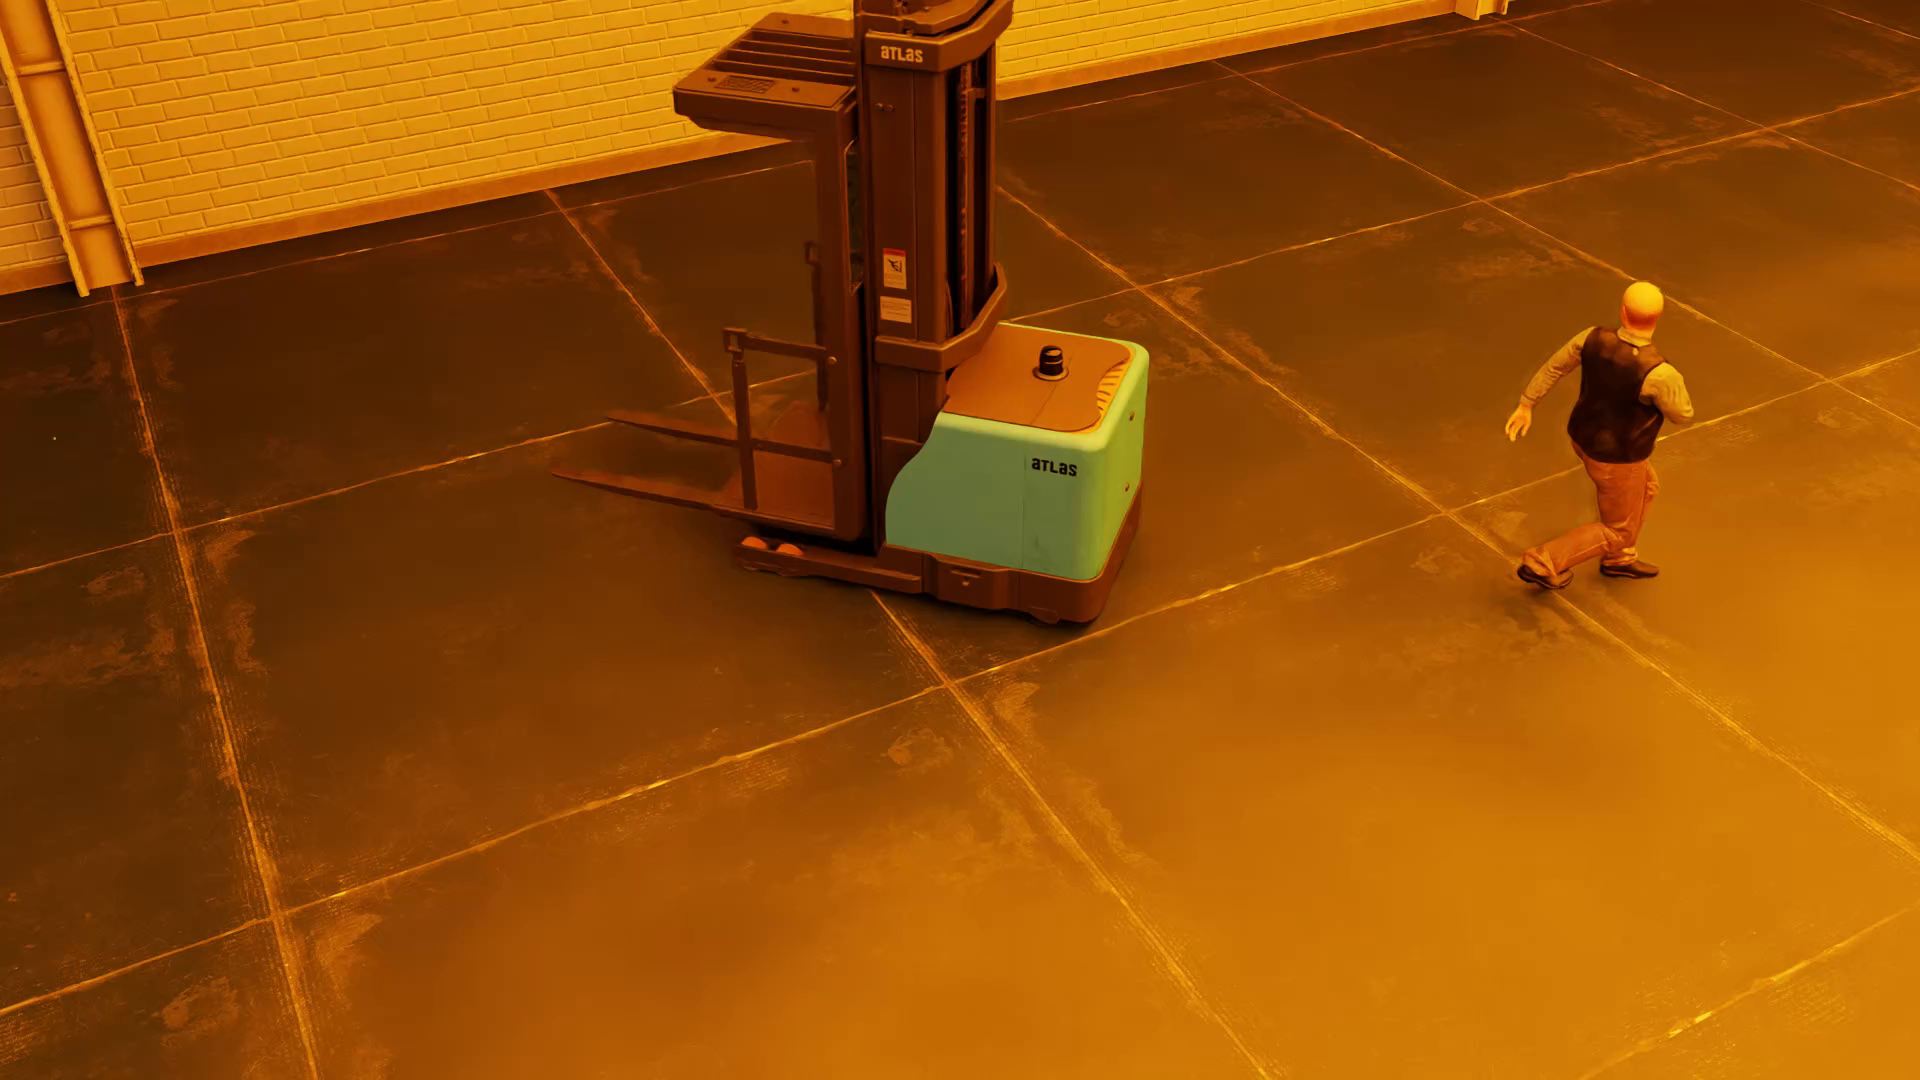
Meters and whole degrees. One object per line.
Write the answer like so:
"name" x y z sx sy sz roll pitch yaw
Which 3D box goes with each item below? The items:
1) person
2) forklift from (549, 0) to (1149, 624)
"person" 3.109 -0.479 7.949 0.865 1.638 0.573 -5 36 -7
"forklift" -0.633 -1.286 7.943 3.031 2.935 1.130 11 37 15
